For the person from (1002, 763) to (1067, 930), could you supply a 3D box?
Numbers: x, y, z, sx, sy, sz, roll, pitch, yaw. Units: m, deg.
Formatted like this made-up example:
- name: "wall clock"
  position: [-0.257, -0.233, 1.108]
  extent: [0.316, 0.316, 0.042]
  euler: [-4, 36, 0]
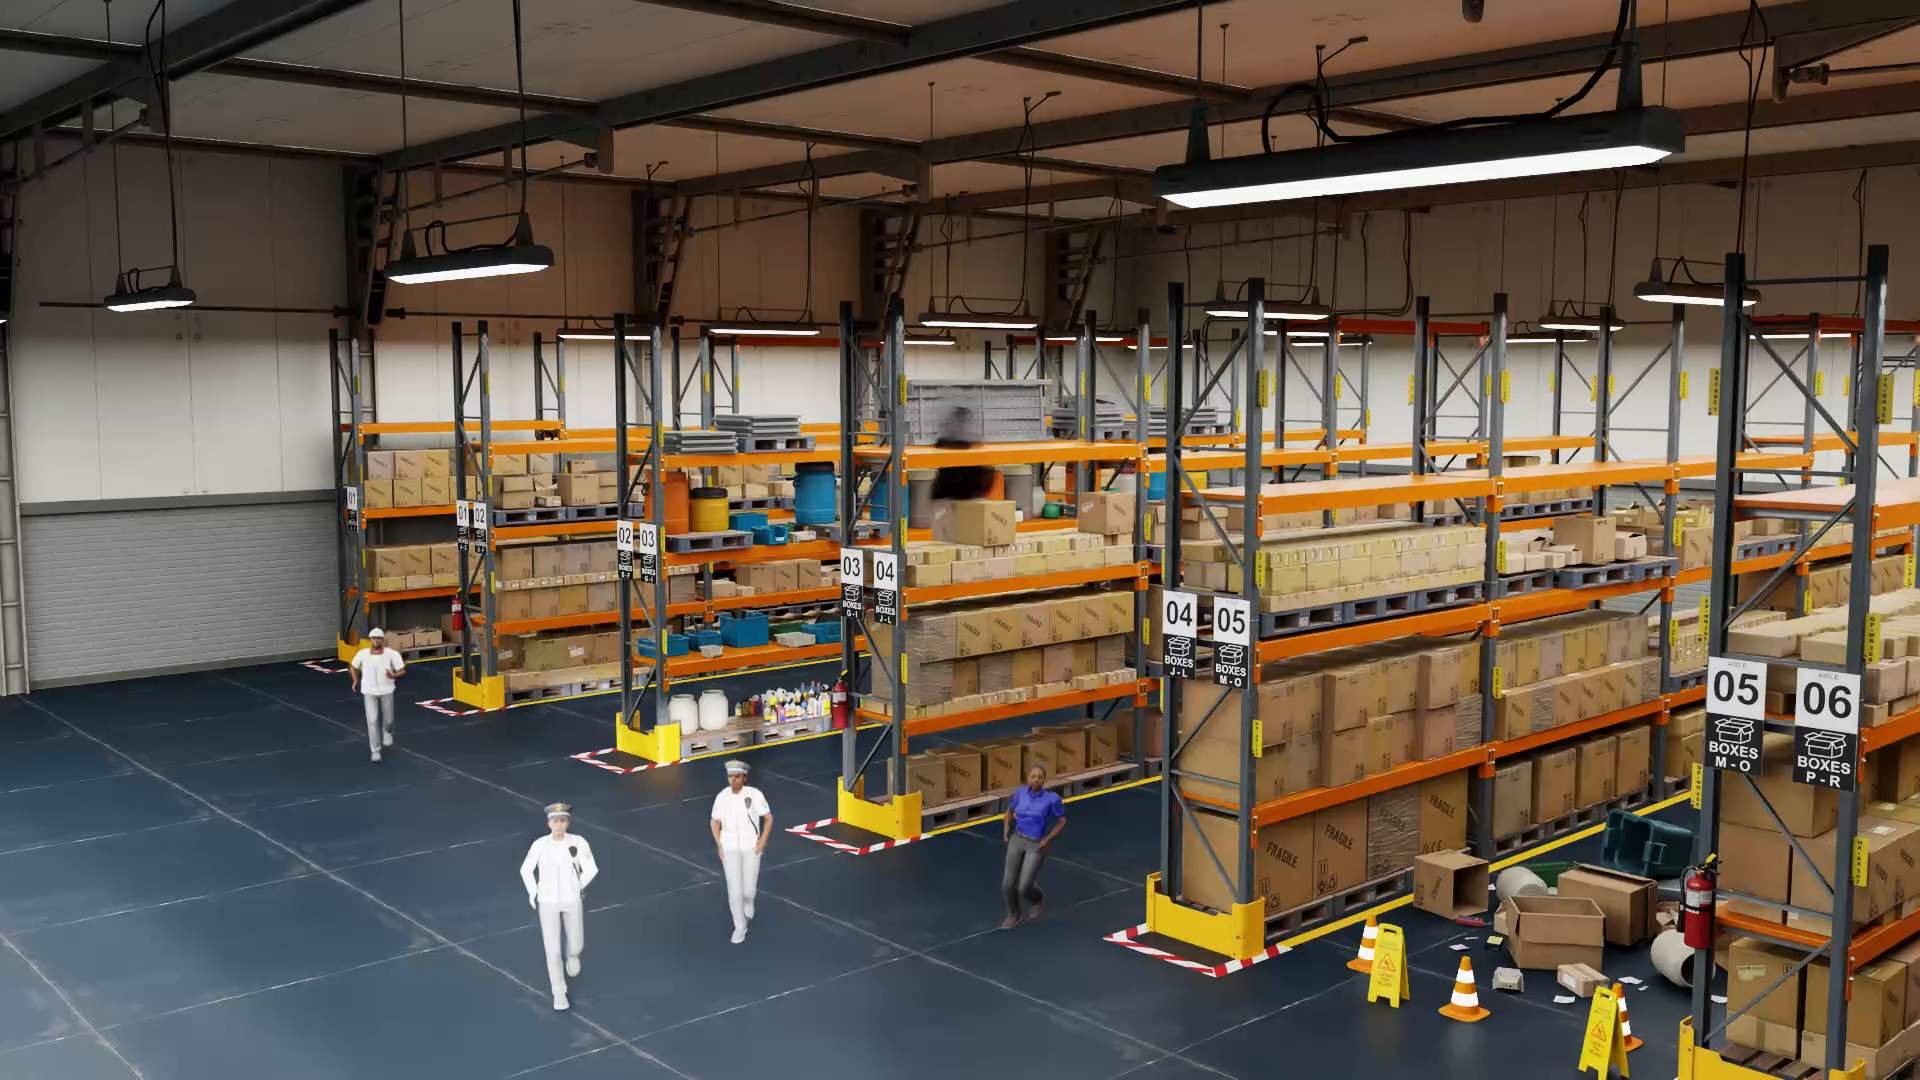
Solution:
- name: "person"
  position: [0.654, 2.861, 15.475]
  extent: [0.580, 1.585, 0.506]
  euler: [3, 6, 27]

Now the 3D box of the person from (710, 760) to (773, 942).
- name: "person"
  position: [-2.021, 2.834, 15.348]
  extent: [0.575, 1.672, 0.528]
  euler: [0, 6, 1]

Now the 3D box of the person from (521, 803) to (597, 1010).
- name: "person"
  position: [-3.316, 2.981, 13.769]
  extent: [0.621, 1.653, 0.676]
  euler: [-1, 6, -13]

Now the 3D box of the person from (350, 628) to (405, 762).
- name: "person"
  position: [-7.859, 2.061, 22.466]
  extent: [0.711, 1.747, 0.928]
  euler: [-2, 6, -18]
